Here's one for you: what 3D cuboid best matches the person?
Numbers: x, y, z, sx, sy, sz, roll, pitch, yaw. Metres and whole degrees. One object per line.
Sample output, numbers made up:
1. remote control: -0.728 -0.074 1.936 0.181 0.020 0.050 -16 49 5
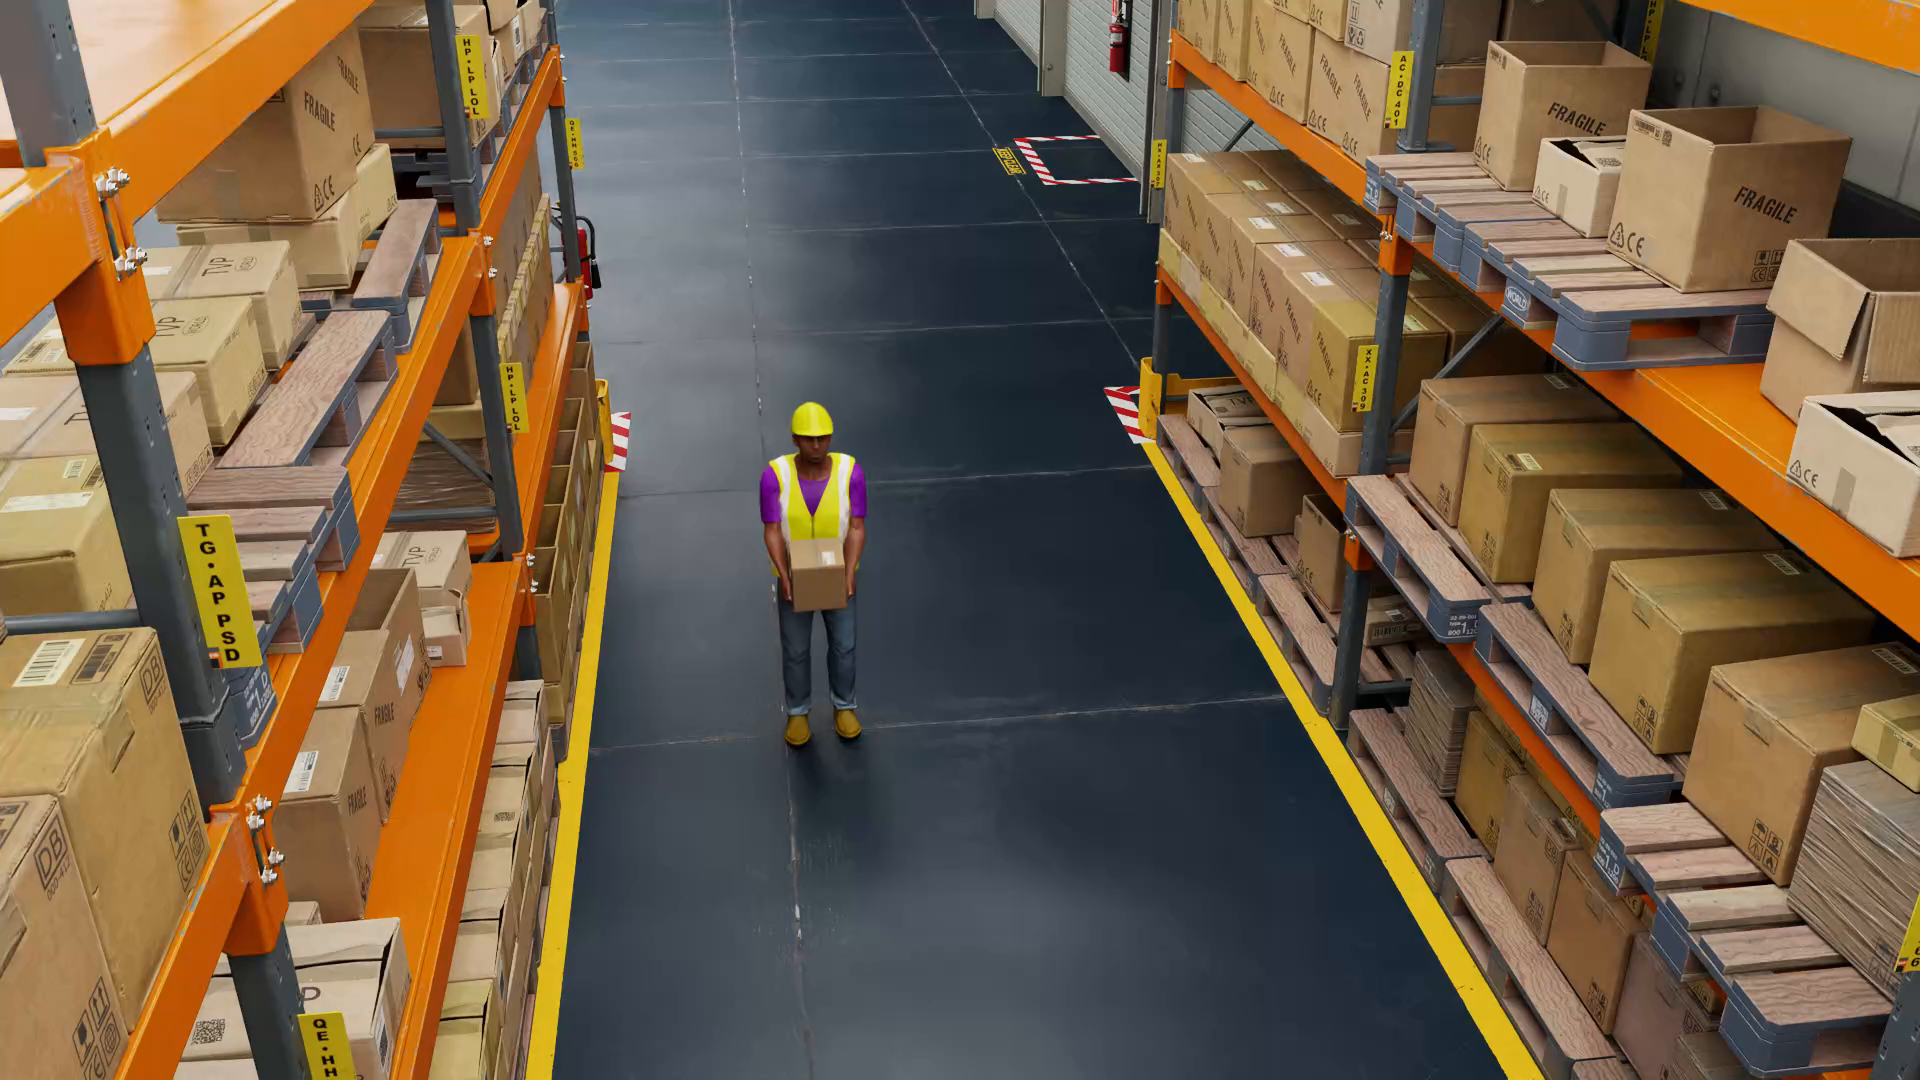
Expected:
1. person: -0.698 0.206 8.186 0.521 1.767 0.572 -4 27 -7
